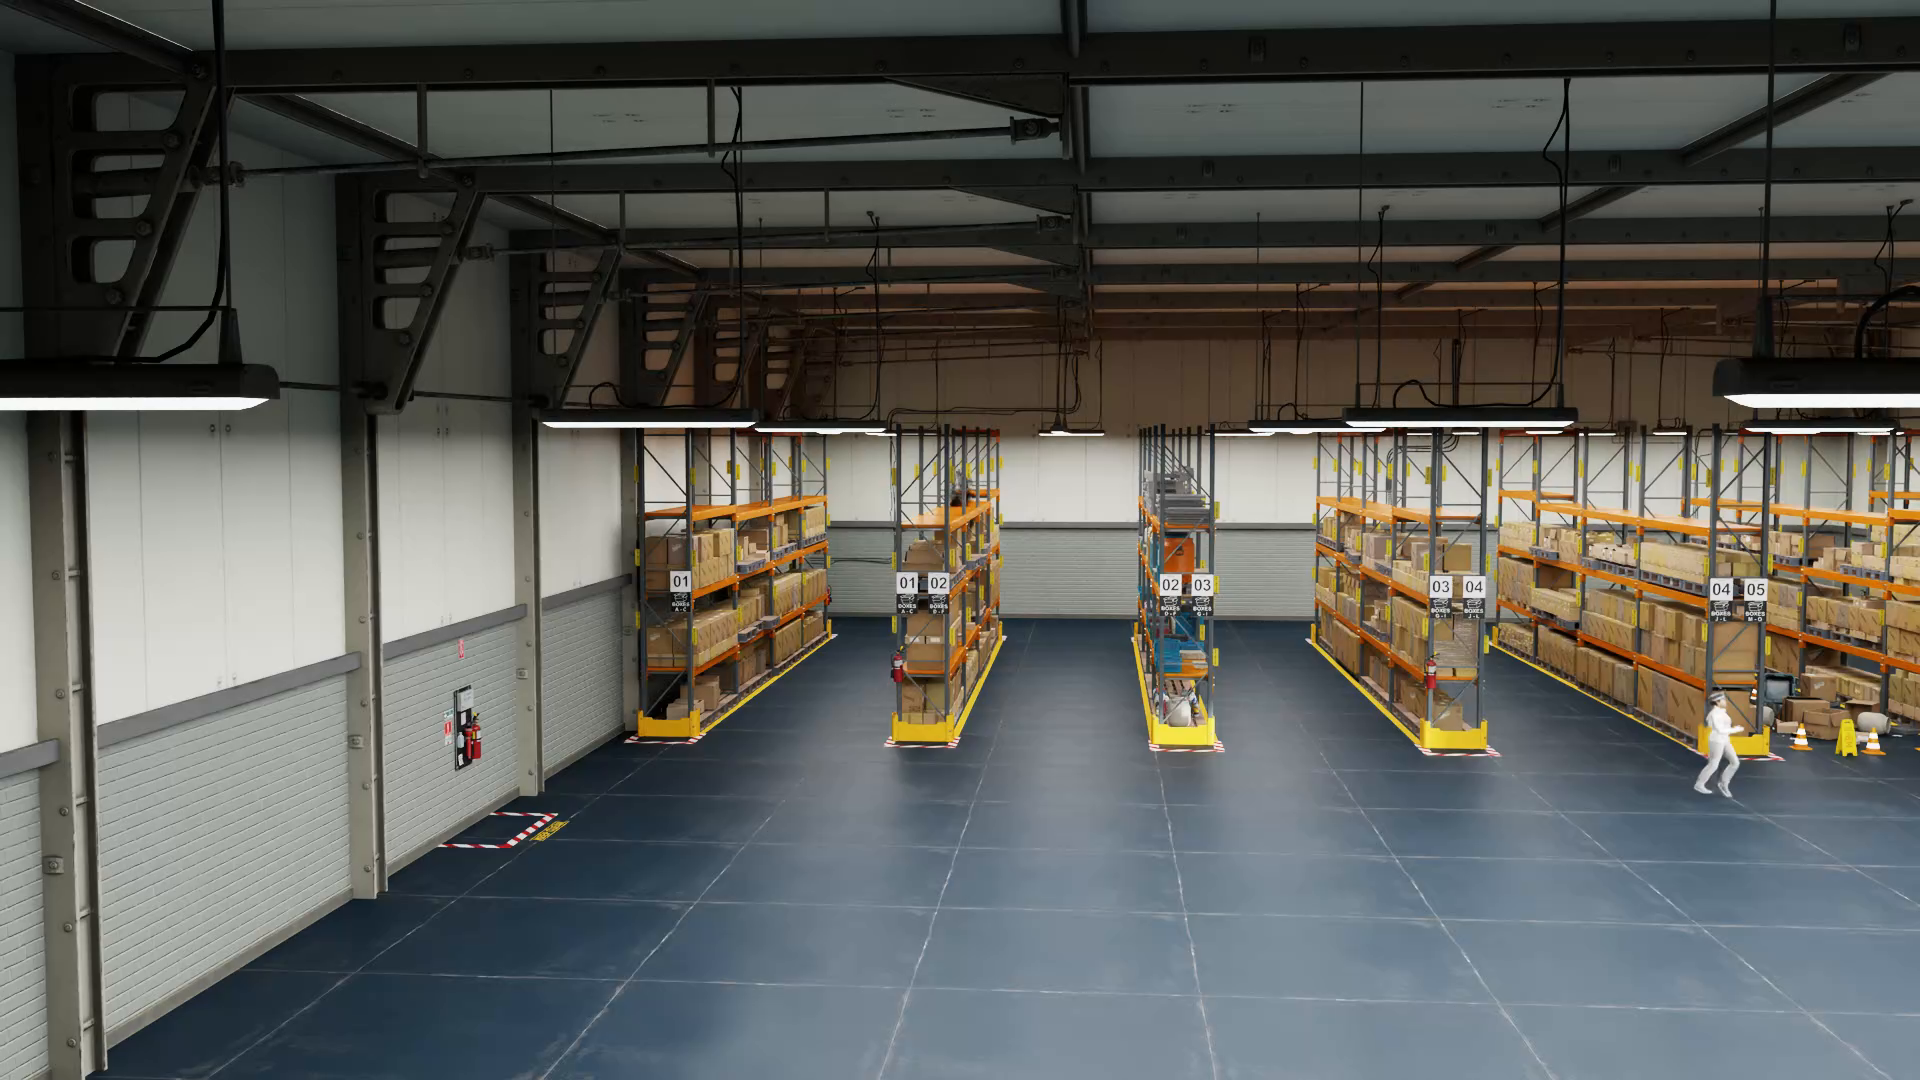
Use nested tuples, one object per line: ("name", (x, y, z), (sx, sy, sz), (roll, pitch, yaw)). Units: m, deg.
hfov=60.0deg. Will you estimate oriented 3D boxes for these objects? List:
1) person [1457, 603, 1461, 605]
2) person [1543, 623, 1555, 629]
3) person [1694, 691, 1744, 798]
("person", (13.759, 2.037, 46.415), (0.545, 1.734, 0.728), (-3, 4, -38))
("person", (16.558, 2.133, 46.806), (0.590, 1.568, 0.701), (-2, 4, -32))
("person", (12.123, 3.271, 26.532), (0.715, 1.738, 0.595), (3, 4, 39))
